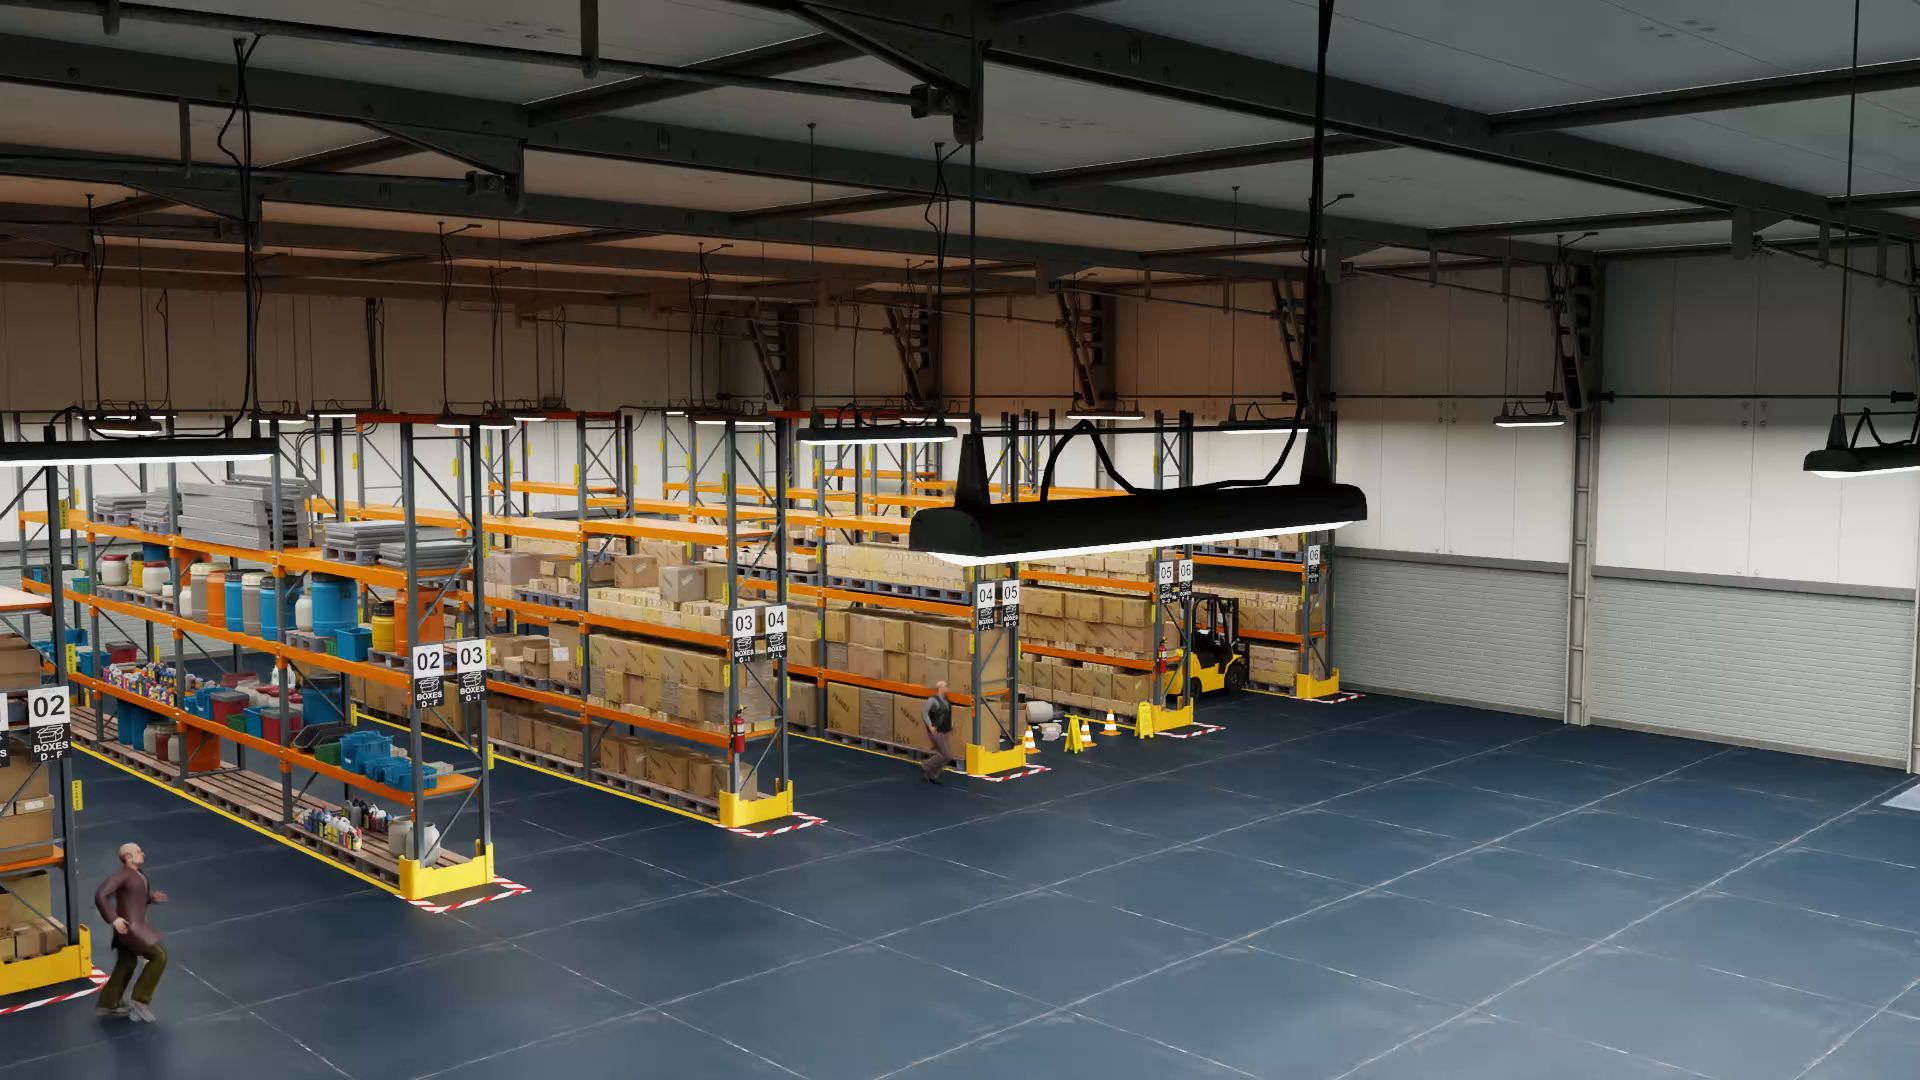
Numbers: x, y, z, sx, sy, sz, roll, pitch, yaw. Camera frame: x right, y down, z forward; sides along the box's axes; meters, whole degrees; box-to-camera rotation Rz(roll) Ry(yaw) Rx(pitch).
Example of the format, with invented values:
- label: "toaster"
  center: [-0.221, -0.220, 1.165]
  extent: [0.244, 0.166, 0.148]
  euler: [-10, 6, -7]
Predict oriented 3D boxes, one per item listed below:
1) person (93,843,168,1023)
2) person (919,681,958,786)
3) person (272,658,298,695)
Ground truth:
- label: "person"
  center: [-8.464, 3.987, 16.951]
  extent: [0.723, 1.806, 0.706]
  euler: [-2, 5, -24]
- label: "person"
  center: [-0.317, 3.147, 27.177]
  extent: [0.546, 1.685, 0.681]
  euler: [2, 6, 26]
- label: "person"
  center: [-12.363, 2.852, 30.561]
  extent: [0.691, 1.696, 0.564]
  euler: [3, 6, 35]
